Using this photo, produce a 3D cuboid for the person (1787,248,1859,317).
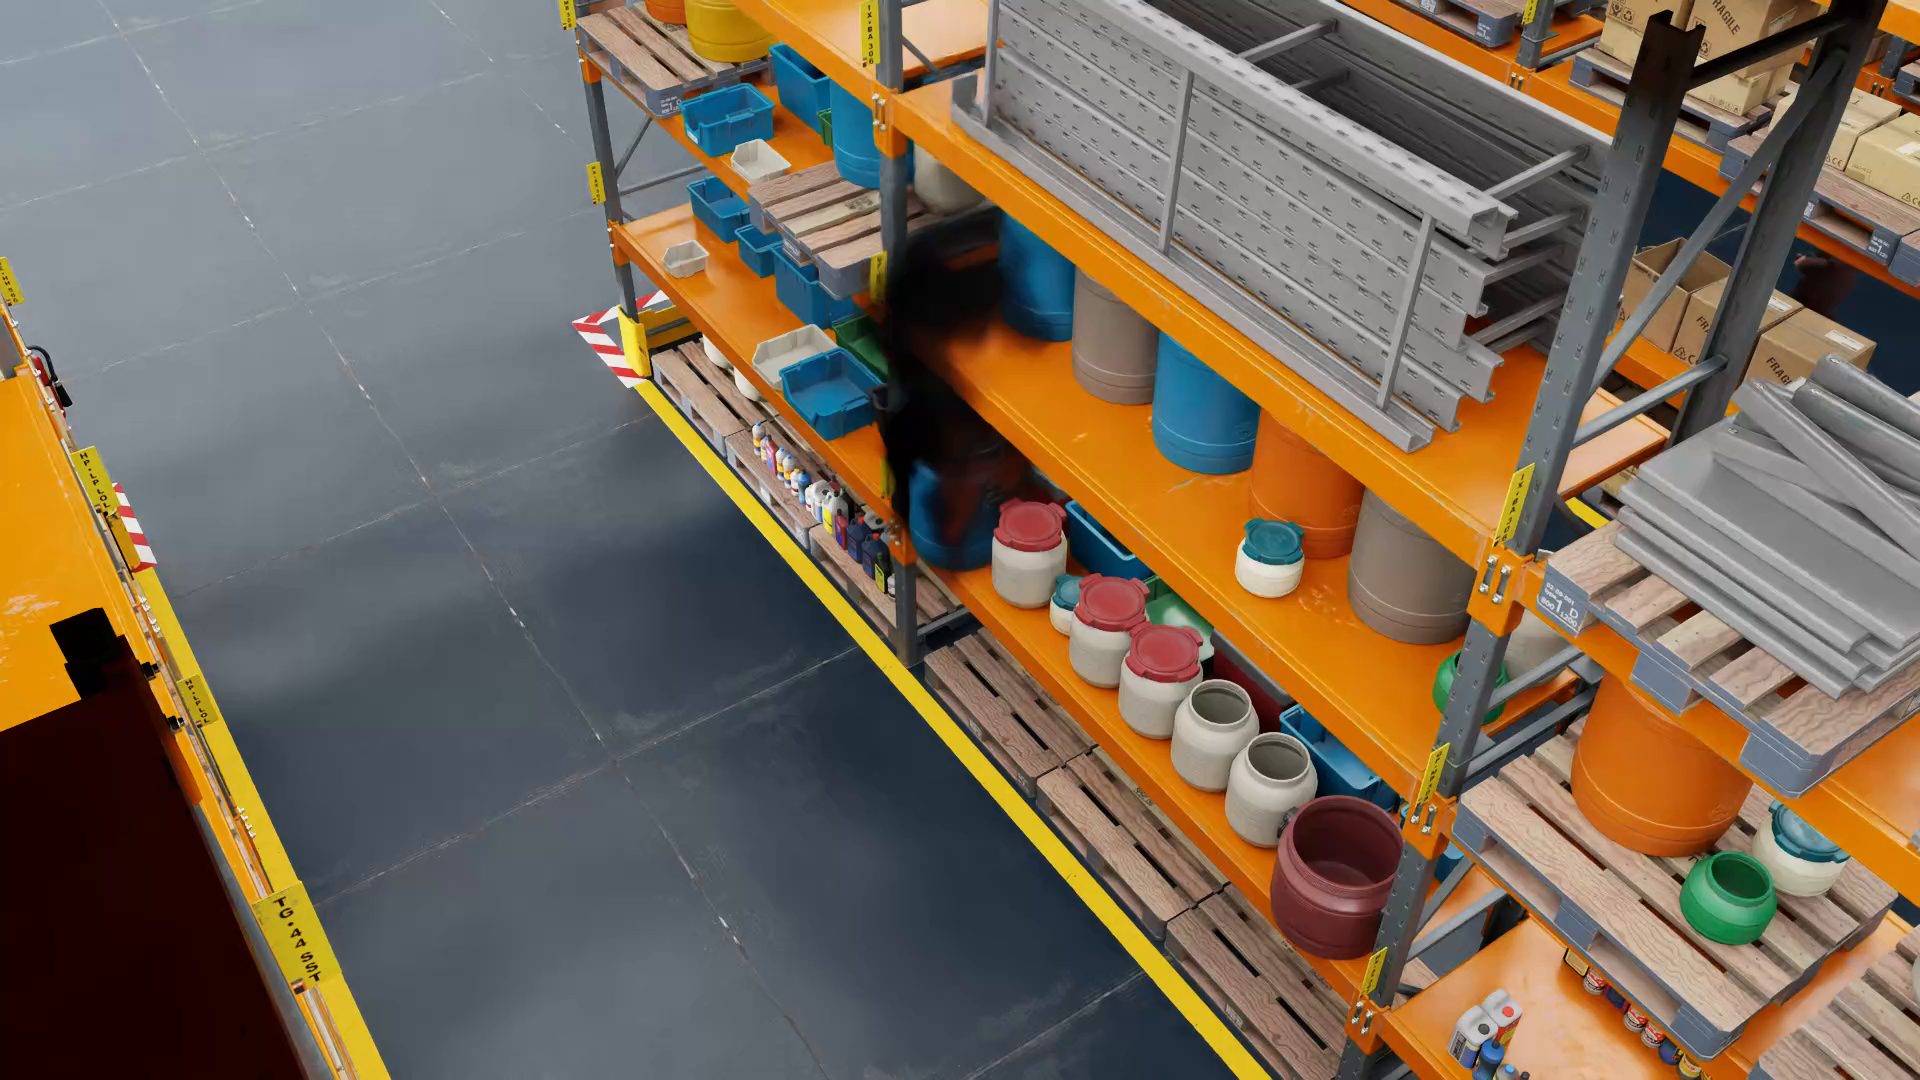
[{"bbox_3d":[6.600,-1.900,12.550,0.706,1.763,0.761,-25,48,-24],"label":"person"}]
